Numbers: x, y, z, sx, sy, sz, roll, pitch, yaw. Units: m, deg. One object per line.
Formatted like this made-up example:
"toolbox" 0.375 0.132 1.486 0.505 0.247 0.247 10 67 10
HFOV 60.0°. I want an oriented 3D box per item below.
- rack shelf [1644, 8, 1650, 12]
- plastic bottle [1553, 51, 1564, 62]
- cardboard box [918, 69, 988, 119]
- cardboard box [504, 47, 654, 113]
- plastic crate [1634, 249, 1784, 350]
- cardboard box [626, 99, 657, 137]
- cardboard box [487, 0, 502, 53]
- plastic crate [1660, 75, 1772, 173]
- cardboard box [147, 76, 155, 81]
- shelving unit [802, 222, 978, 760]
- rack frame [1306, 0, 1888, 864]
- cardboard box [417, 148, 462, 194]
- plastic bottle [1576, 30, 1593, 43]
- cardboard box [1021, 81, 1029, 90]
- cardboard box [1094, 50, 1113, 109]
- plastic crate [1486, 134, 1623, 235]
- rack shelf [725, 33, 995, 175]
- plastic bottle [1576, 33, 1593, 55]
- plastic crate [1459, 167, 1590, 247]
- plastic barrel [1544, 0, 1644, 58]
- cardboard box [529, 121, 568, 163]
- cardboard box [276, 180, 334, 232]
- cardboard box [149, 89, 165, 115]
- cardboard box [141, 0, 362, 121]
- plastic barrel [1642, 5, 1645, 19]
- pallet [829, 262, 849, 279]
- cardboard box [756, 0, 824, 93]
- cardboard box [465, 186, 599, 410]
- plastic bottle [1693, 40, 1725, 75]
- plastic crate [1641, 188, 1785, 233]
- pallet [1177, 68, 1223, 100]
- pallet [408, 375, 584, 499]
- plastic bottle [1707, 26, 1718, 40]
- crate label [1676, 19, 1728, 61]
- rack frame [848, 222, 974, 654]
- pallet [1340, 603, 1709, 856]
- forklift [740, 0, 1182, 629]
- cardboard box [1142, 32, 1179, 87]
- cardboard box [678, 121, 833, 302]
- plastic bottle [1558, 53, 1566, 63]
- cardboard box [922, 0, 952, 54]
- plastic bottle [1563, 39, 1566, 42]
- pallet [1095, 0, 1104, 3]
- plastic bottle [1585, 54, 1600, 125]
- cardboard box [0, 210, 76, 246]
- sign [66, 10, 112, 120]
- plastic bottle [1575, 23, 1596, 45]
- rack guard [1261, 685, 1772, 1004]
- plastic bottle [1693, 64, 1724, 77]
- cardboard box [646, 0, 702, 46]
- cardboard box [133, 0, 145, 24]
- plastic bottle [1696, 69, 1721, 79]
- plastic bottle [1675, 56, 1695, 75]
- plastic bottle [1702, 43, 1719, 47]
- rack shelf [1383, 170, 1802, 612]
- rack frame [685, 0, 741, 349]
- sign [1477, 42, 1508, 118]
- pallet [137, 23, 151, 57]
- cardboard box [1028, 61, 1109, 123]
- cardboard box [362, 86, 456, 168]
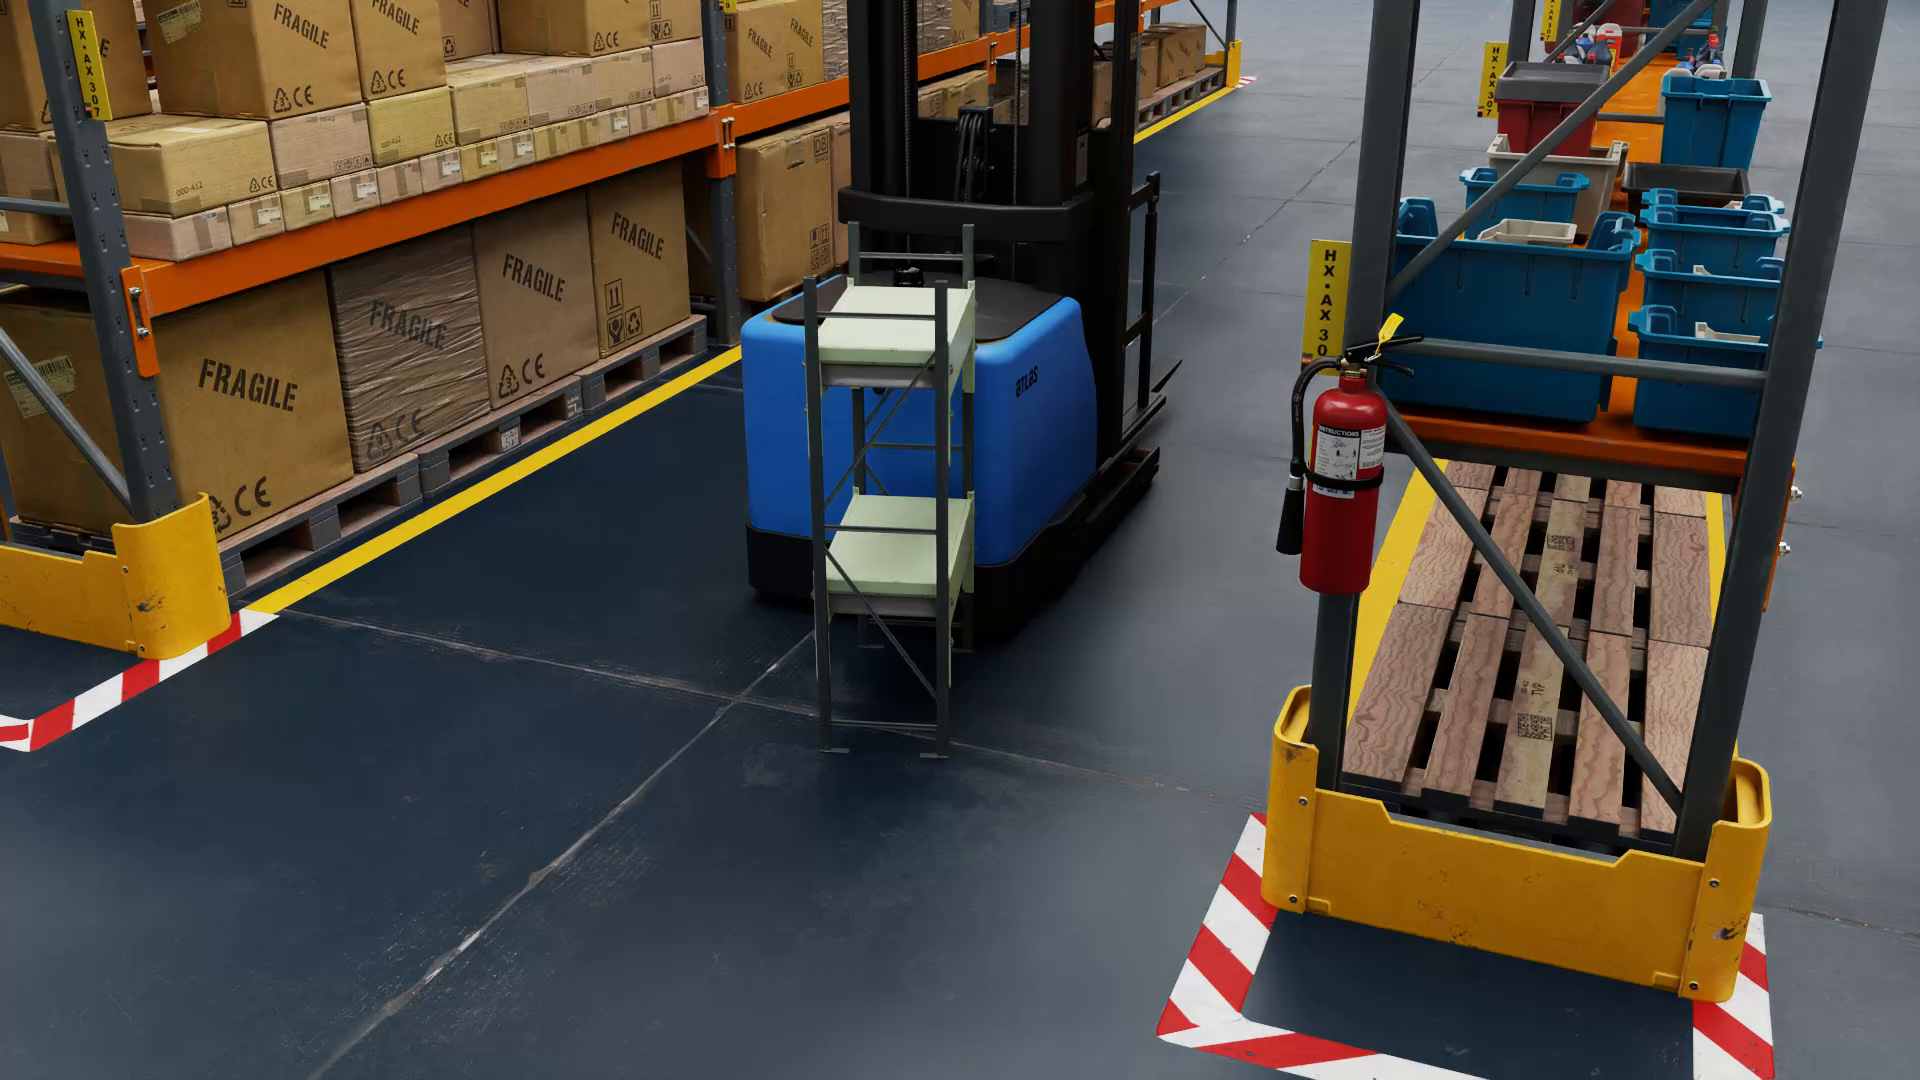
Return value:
"rack shelf" 6.593 -5.081 15.957 1.077 0.370 4.000 9 24 20
"plastic bottle" 3.227 -2.500 8.995 0.061 0.283 0.133 9 24 20
"cardboard box" -0.510 -2.945 12.120 1.225 0.875 0.875 8 24 18
"cardboard box" -1.831 -2.231 8.008 0.500 0.250 0.500 10 24 22
"plastic crate" 2.034 -0.631 4.508 0.416 0.233 0.300 9 24 20
"cardboard box" -1.720 -2.088 8.183 0.380 0.149 0.250 8 24 19
"cardboard box" -2.326 -2.648 8.034 0.500 0.500 0.500 9 24 20
"plastic crate" 3.021 -1.639 6.726 0.392 0.384 0.575 9 24 20
"cardboard box" -8.950 -4.841 17.313 0.950 0.372 0.625 8 24 19
"shelving unit" -0.195 -0.166 5.202 0.431 1.500 0.755 2 23 6
"rack frame" 1.392 -0.403 3.824 1.000 3.000 0.127 9 24 20
"cardboard box" -2.293 -1.537 6.864 0.380 0.149 0.250 8 24 19
"plastic bottle" 3.731 -2.935 10.045 0.152 0.276 0.135 9 24 20
"cardboard box" 0.394 -3.672 14.321 0.700 0.500 0.500 11 25 24
"cardboard box" 1.437 -4.585 16.532 0.500 0.500 0.500 8 24 18
"plastic crate" 2.140 -1.288 6.017 0.437 0.282 0.530 9 24 20
"rack shelf" -0.978 -2.928 10.801 1.077 0.370 4.000 9 24 20
"plastic bottle" 3.719 -2.886 9.936 0.097 0.271 0.097 0 23 0
"plastic crate" 1.917 -1.126 5.692 0.416 0.233 0.300 9 24 20
"plastic barrel" 4.255 -3.538 11.153 0.600 0.536 0.708 9 24 20
"cardboard box" -2.007 -1.812 7.522 0.380 0.149 0.250 8 24 19
"cardboard box" -2.579 -1.260 6.201 0.380 0.149 0.250 8 24 19
"cardboard box" -3.084 -1.573 6.434 0.500 0.250 0.500 8 24 19
"cardboard box" -2.592 -1.839 6.096 0.500 0.500 0.500 8 24 19
"plastic barrel" 5.216 -4.182 13.050 0.301 0.262 0.301 0 23 0
"pallet" -1.052 -1.982 11.222 1.003 0.211 1.213 9 24 20
"cardboard box" -1.132 -2.899 9.669 0.500 0.500 0.500 9 24 20
"cardboard box" -2.374 -1.211 7.968 0.875 0.875 0.875 9 24 20
"plastic bottle" 3.969 -2.464 8.821 0.144 0.351 0.185 9 24 20
"plastic crate" 2.390 -0.974 5.329 0.416 0.233 0.300 9 24 20
"pallet" 2.374 -5.239 19.018 1.003 0.211 1.213 9 24 20
"pallet" -2.527 -0.558 7.813 1.003 0.211 1.213 9 24 20
"plastic bottle" 4.610 -3.007 10.208 0.061 0.283 0.133 9 24 20
"crate label" 4.868 -3.286 10.943 0.303 0.233 0.416 9 24 20
"rack frame" -0.156 -0.307 5.538 0.400 1.500 0.023 2 23 6
"pallet" 1.735 0.594 5.055 1.003 0.211 1.213 9 24 20
"forklift" 0.237 -1.577 6.724 1.130 2.935 3.031 9 24 20
"cardboard box" 2.049 -5.217 18.047 0.500 0.500 0.500 11 25 25
"cardboard box" -1.501 -1.989 9.832 1.225 0.875 0.875 9 24 20
"plastic bottle" 2.984 -2.254 8.318 0.144 0.351 0.185 9 24 20
"cardboard box" -0.378 -3.632 11.423 0.500 0.500 0.500 9 24 20
"plastic bottle" 3.432 -2.697 9.466 0.061 0.283 0.133 9 24 20
"pallet" 0.832 -5.066 15.234 1.003 0.211 1.213 9 24 20
"plastic bottle" 3.118 -2.233 8.269 0.144 0.351 0.185 9 24 20
"cardboard box" -3.380 -1.171 5.988 0.380 0.149 0.250 9 24 21
"sign" -2.693 -1.467 5.144 0.100 0.325 0.005 9 24 20
"plastic bottle" 3.903 -3.100 10.442 0.152 0.276 0.135 9 24 20
"rack guard" 1.396 0.760 4.281 1.175 0.500 0.348 9 24 20
"plastic bottle" 3.834 -2.303 8.533 0.152 0.276 0.135 9 24 20
"cardboard box" -1.643 -2.755 8.290 0.500 0.500 0.500 10 24 22
"cardboard box" -5.617 -3.543 11.122 0.380 0.149 0.250 9 24 21
"plastic bottle" 3.748 -2.220 8.334 0.152 0.276 0.135 9 24 20
"plastic bottle" 3.841 -2.429 8.840 0.097 0.271 0.097 0 23 0
"plastic bottle" 4.392 -2.810 9.753 0.097 0.271 0.097 0 23 0
"rack shelf" 2.135 -0.787 5.676 1.077 0.370 4.000 9 24 20
"rack frame" -1.720 -2.544 8.949 1.000 3.000 0.127 9 24 20
"sign" 2.368 -2.042 7.388 0.100 0.325 0.005 9 24 20
"pallet" -5.869 -3.454 11.377 1.003 0.211 1.213 9 24 20
"cardboard box" 1.003 -4.240 15.681 0.700 0.500 0.500 7 24 16
"cardboard box" -2.400 -1.680 6.689 0.500 0.250 0.500 8 24 18
